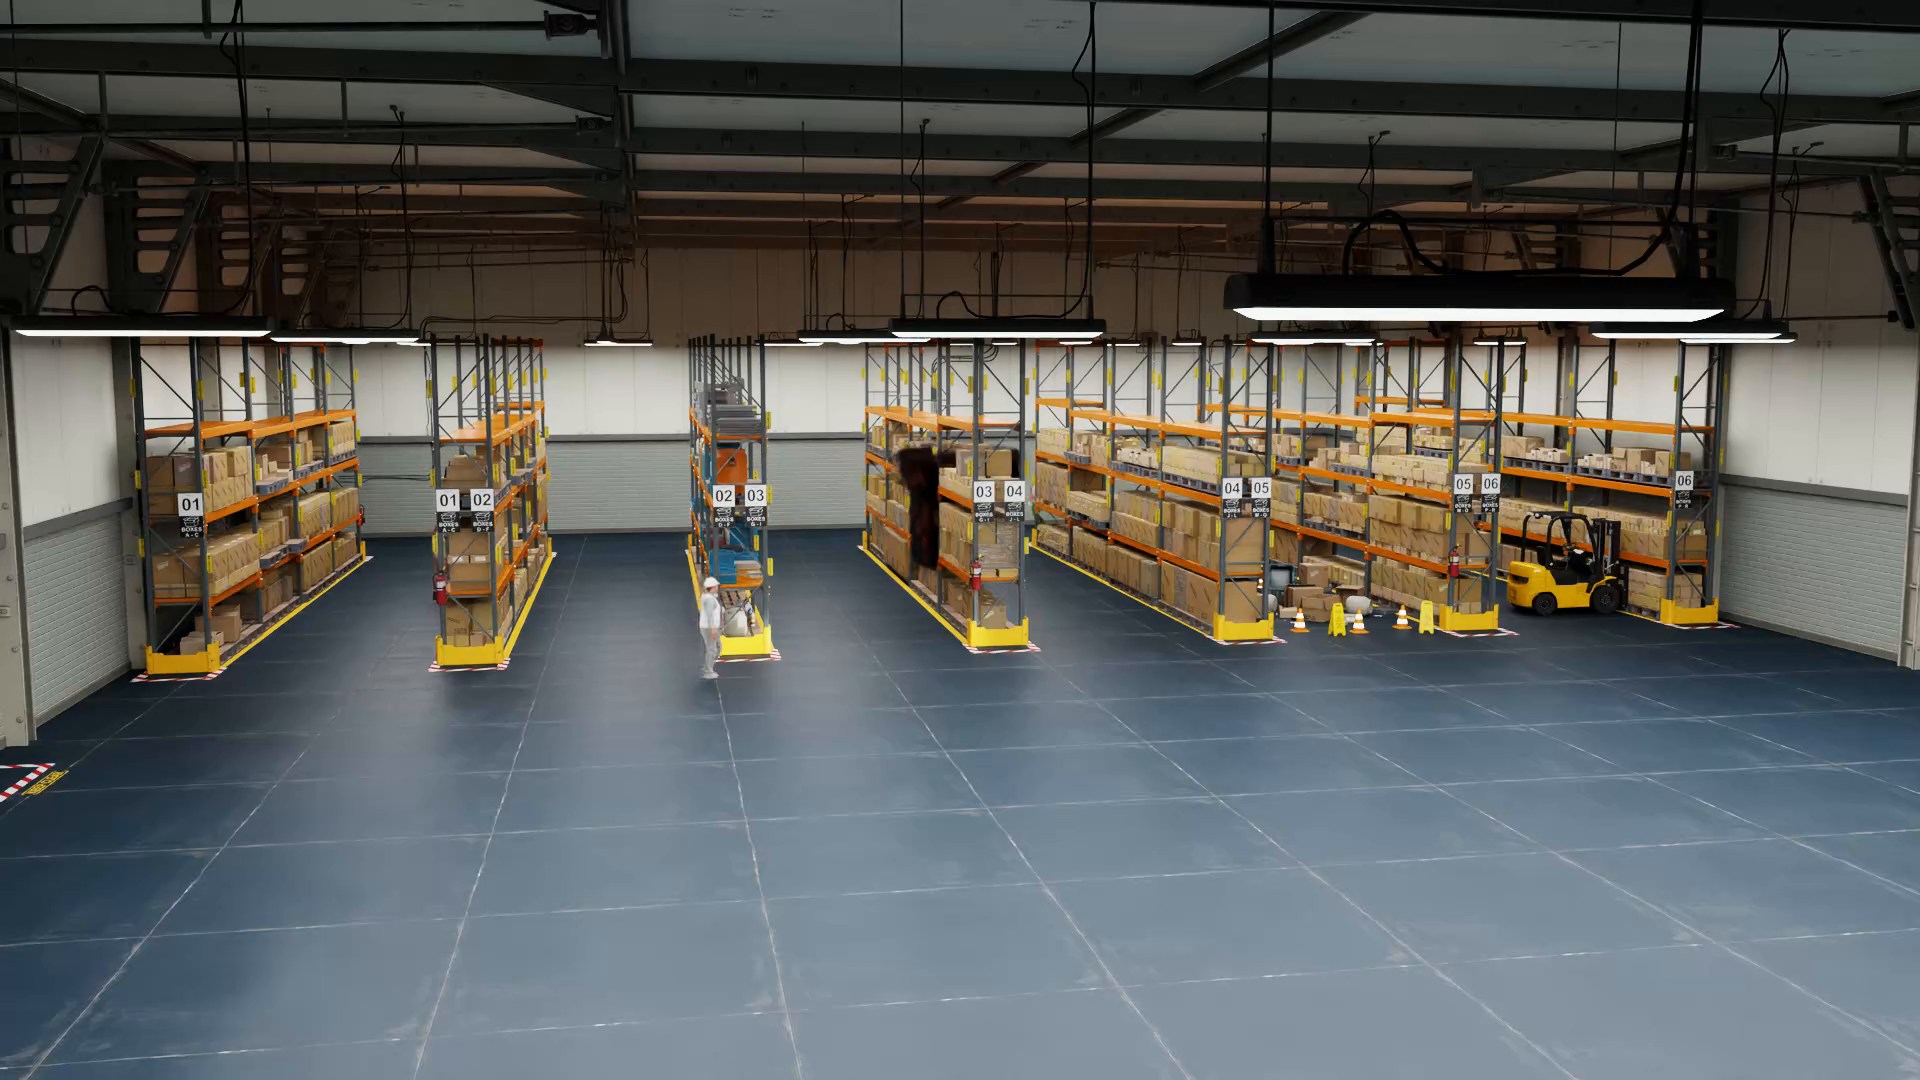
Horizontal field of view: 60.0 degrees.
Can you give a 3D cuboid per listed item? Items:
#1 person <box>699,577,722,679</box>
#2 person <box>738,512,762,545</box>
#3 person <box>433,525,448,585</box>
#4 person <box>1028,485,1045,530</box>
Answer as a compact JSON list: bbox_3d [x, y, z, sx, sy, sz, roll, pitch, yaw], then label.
[{"bbox_3d":[-4.361,1.534,29.033,0.390,1.775,0.632,-1,7,-5],"label":"person"},{"bbox_3d":[-6.206,-0.689,48.049,0.976,1.738,0.639,0,7,1],"label":"person"},{"bbox_3d":[-12.068,0.448,38.838,0.445,1.651,0.514,-2,7,-16],"label":"person"},{"bbox_3d":[2.411,-1.182,52.342,0.480,1.781,0.534,-4,8,-33],"label":"person"}]
